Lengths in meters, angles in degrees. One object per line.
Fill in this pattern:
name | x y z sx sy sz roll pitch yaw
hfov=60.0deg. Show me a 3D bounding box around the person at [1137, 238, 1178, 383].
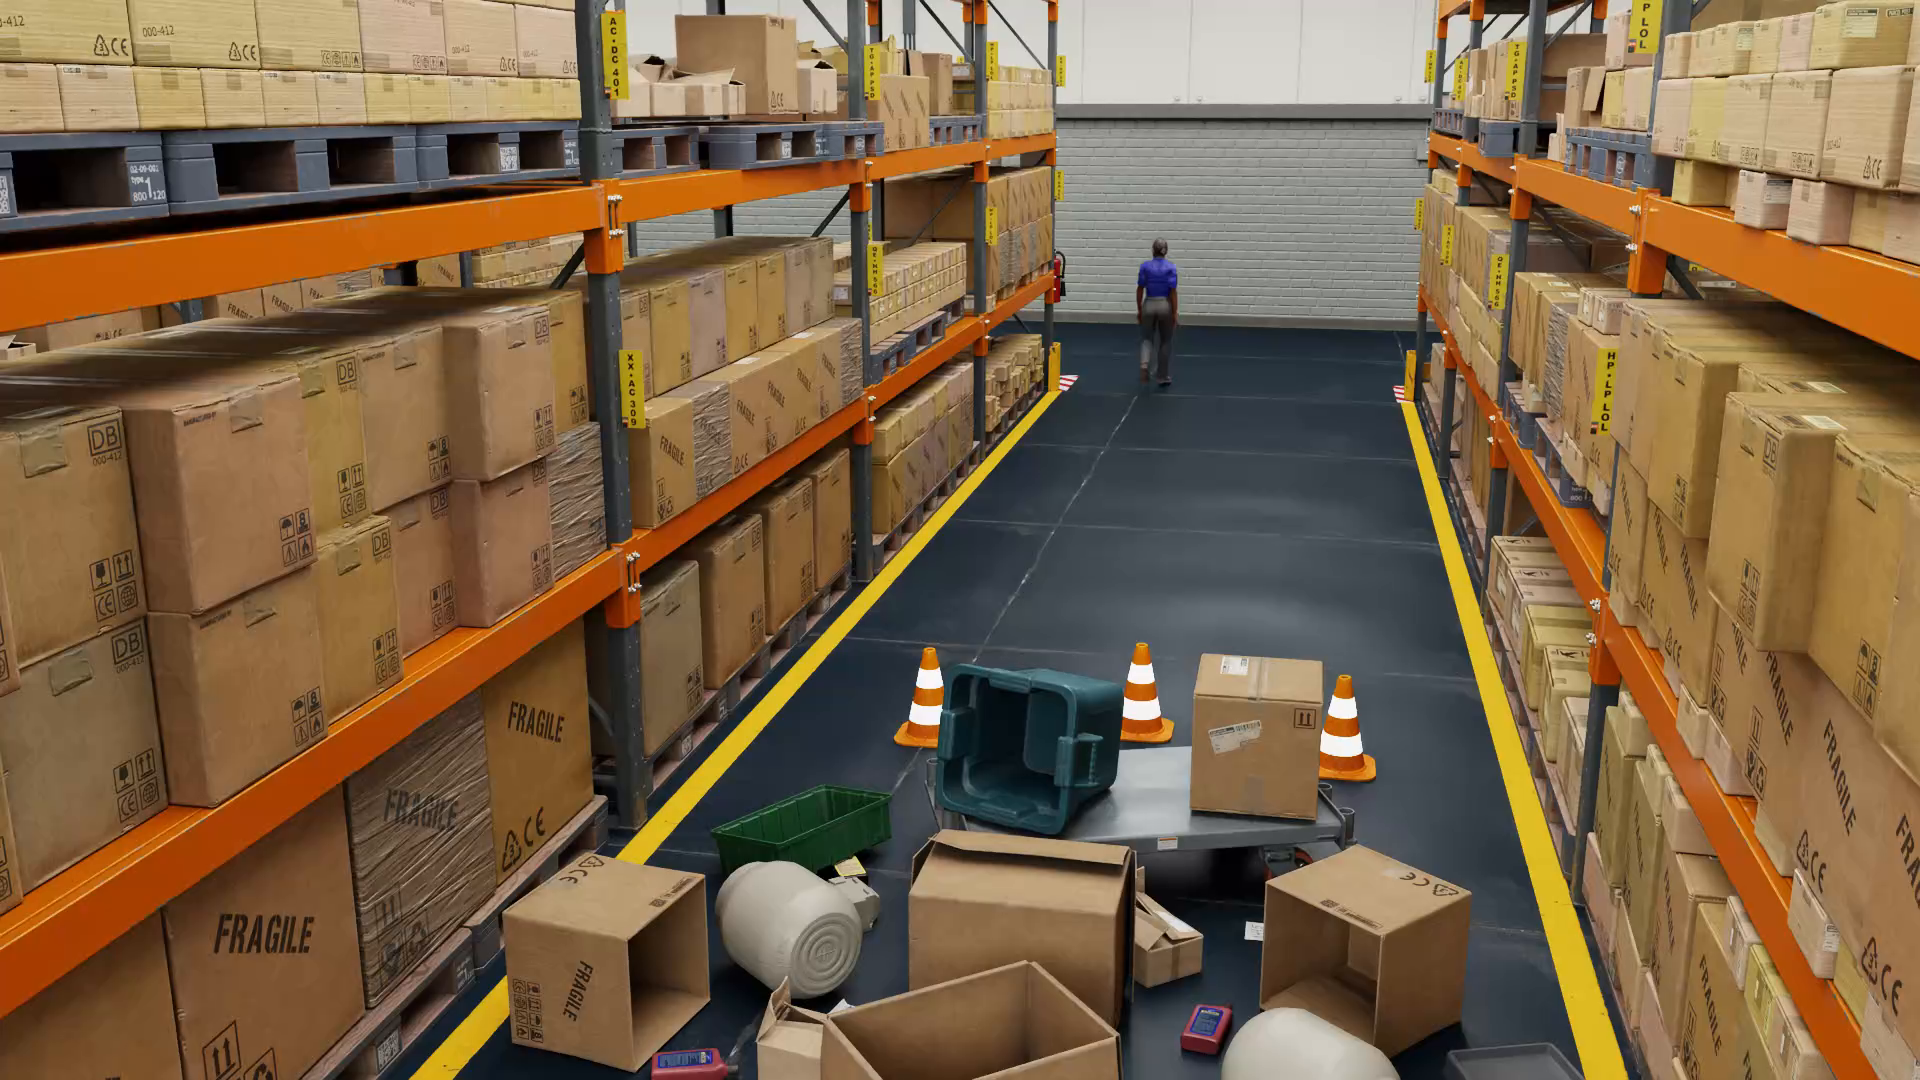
person | 2.212 -2.549 18.638 0.468 1.630 0.640 5 16 19
